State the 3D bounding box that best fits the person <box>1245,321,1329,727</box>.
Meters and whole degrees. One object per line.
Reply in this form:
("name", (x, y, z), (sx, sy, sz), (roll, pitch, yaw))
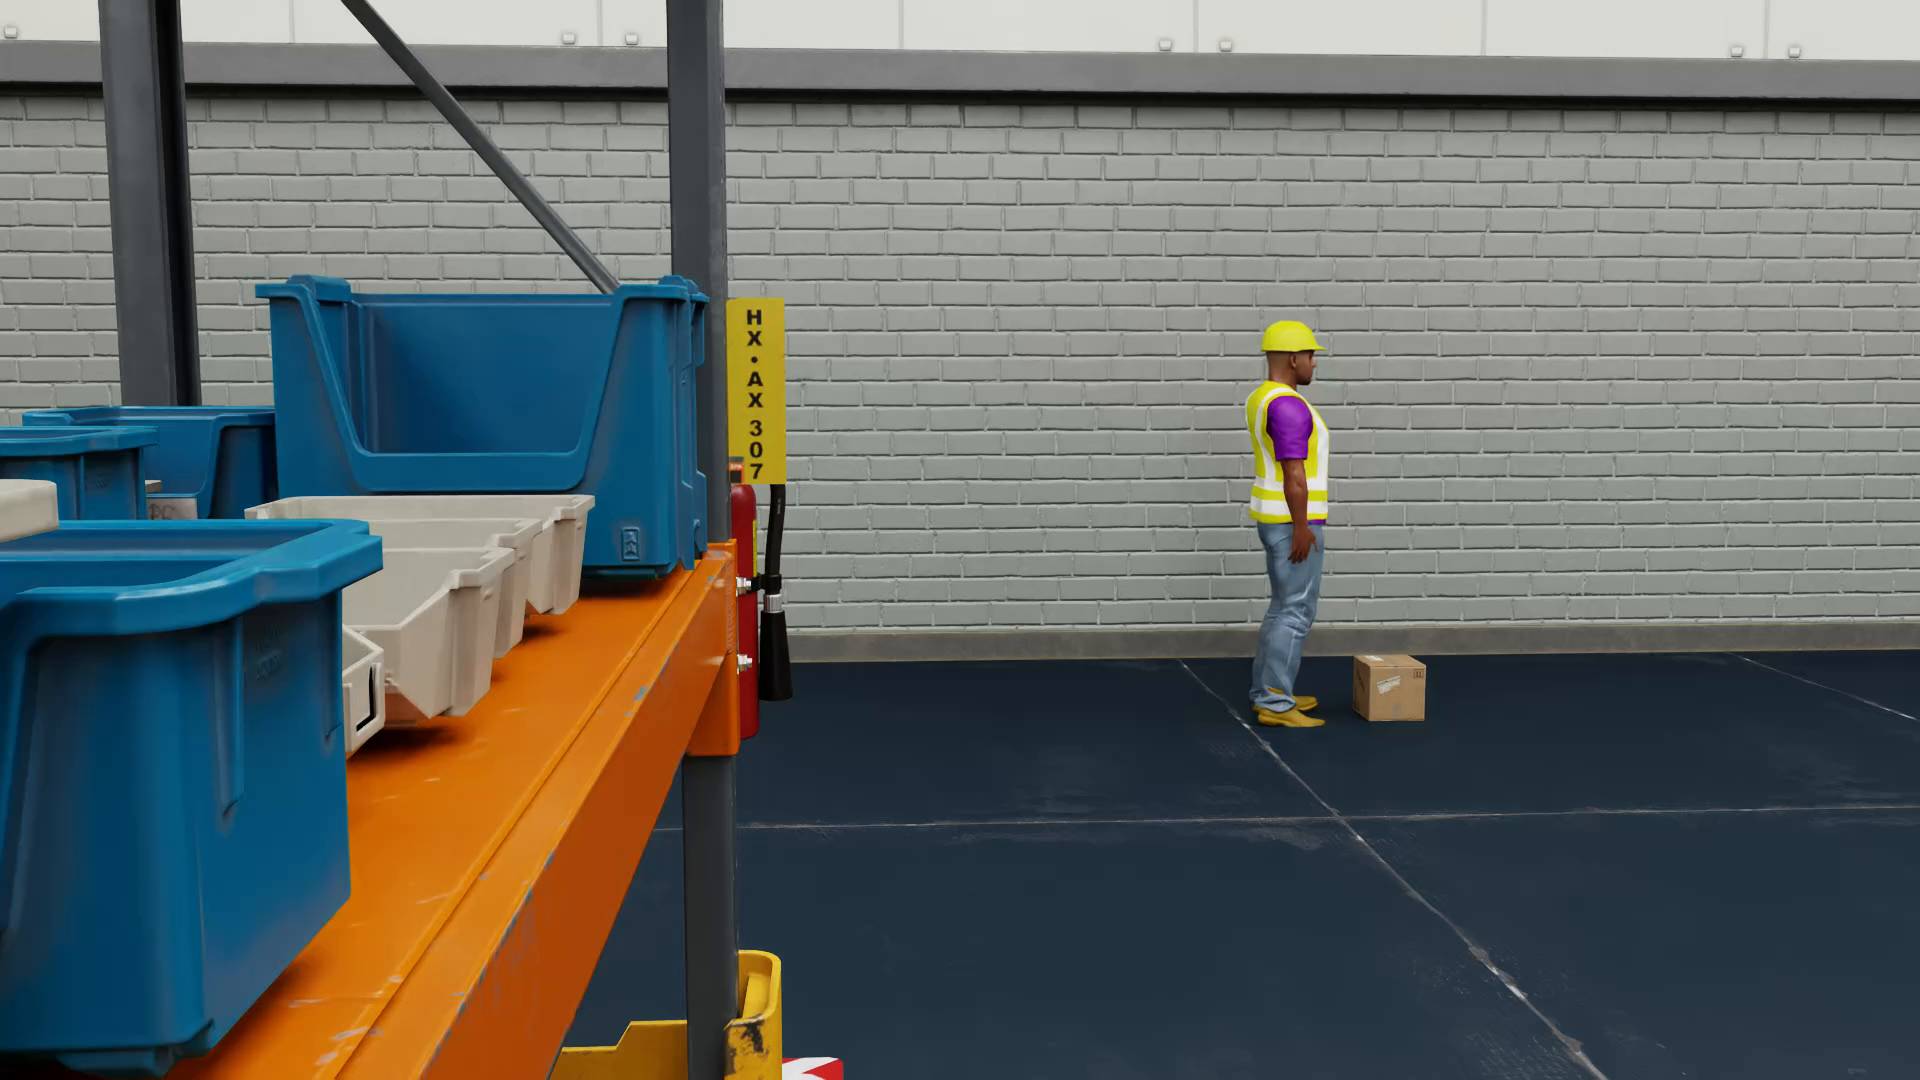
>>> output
("person", (1.453, -0.068, 7.359), (0.367, 1.784, 0.563), (0, 7, -2))
